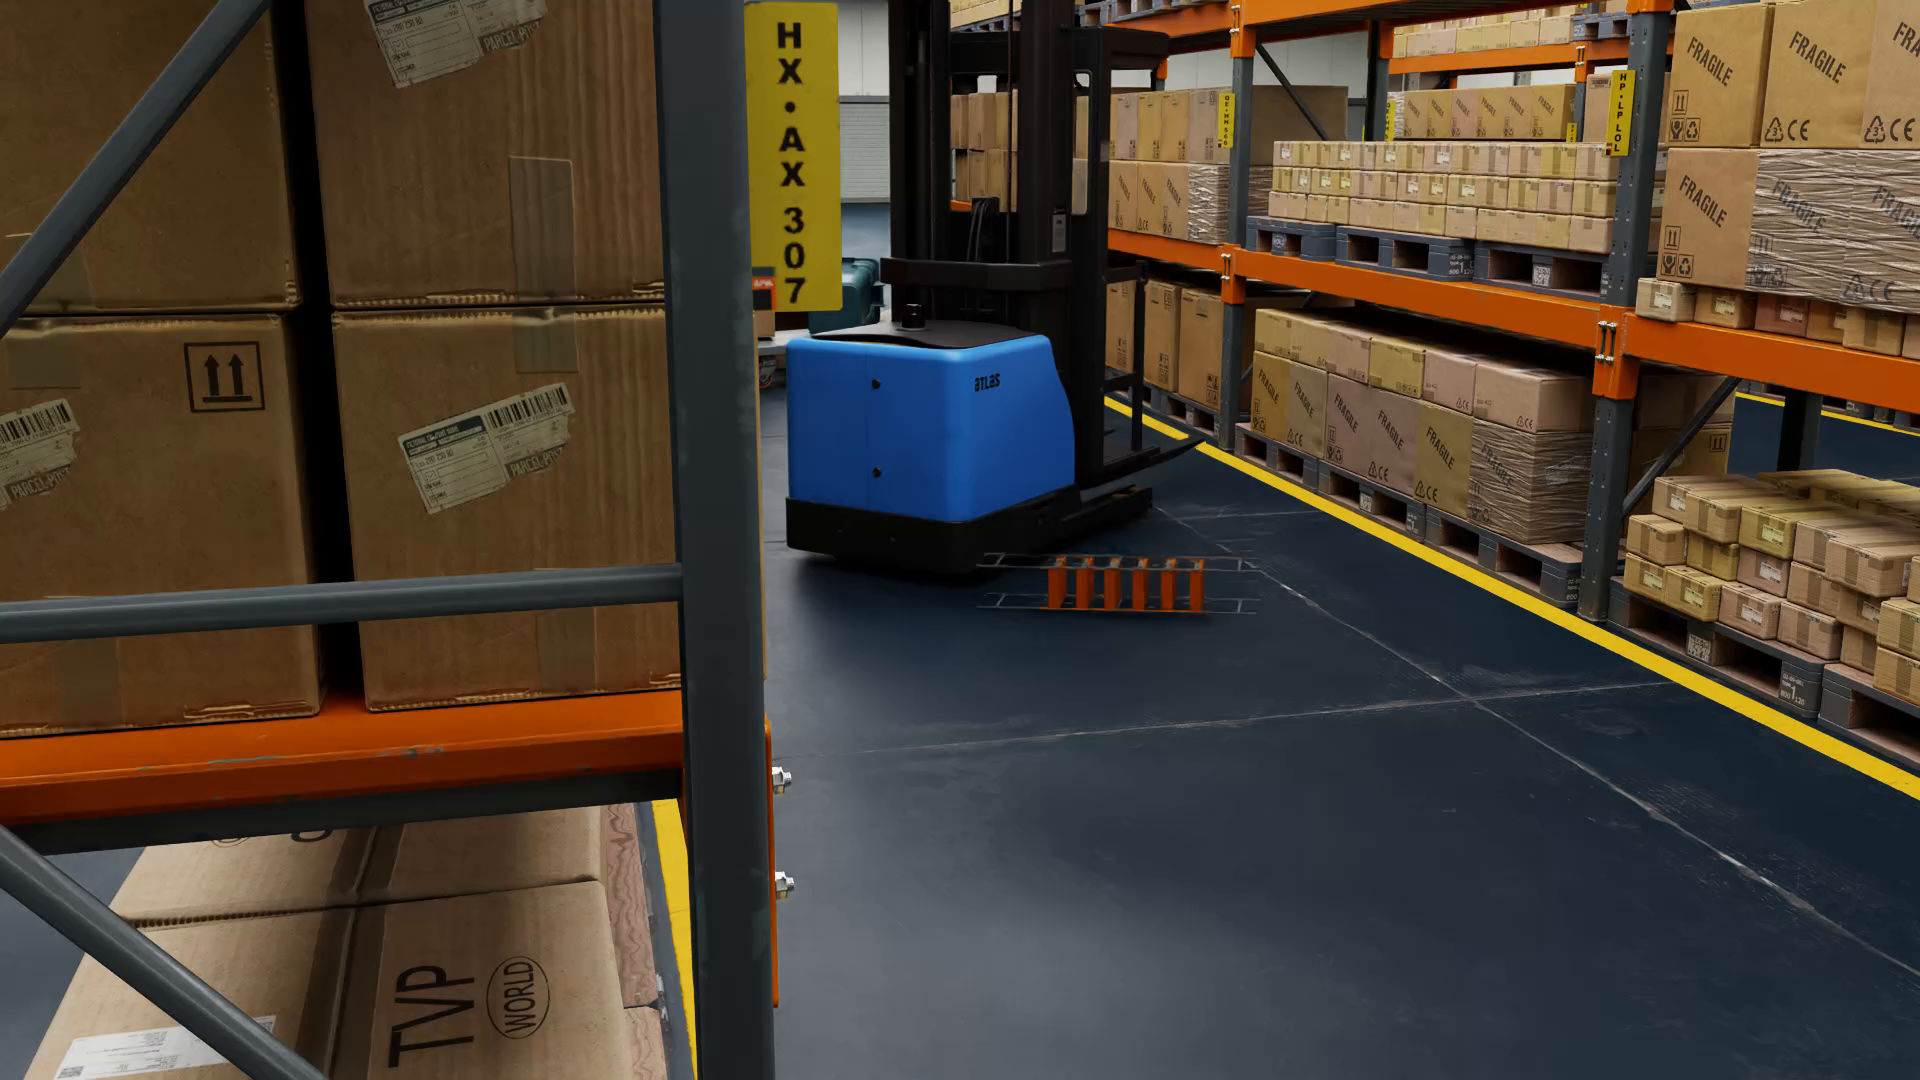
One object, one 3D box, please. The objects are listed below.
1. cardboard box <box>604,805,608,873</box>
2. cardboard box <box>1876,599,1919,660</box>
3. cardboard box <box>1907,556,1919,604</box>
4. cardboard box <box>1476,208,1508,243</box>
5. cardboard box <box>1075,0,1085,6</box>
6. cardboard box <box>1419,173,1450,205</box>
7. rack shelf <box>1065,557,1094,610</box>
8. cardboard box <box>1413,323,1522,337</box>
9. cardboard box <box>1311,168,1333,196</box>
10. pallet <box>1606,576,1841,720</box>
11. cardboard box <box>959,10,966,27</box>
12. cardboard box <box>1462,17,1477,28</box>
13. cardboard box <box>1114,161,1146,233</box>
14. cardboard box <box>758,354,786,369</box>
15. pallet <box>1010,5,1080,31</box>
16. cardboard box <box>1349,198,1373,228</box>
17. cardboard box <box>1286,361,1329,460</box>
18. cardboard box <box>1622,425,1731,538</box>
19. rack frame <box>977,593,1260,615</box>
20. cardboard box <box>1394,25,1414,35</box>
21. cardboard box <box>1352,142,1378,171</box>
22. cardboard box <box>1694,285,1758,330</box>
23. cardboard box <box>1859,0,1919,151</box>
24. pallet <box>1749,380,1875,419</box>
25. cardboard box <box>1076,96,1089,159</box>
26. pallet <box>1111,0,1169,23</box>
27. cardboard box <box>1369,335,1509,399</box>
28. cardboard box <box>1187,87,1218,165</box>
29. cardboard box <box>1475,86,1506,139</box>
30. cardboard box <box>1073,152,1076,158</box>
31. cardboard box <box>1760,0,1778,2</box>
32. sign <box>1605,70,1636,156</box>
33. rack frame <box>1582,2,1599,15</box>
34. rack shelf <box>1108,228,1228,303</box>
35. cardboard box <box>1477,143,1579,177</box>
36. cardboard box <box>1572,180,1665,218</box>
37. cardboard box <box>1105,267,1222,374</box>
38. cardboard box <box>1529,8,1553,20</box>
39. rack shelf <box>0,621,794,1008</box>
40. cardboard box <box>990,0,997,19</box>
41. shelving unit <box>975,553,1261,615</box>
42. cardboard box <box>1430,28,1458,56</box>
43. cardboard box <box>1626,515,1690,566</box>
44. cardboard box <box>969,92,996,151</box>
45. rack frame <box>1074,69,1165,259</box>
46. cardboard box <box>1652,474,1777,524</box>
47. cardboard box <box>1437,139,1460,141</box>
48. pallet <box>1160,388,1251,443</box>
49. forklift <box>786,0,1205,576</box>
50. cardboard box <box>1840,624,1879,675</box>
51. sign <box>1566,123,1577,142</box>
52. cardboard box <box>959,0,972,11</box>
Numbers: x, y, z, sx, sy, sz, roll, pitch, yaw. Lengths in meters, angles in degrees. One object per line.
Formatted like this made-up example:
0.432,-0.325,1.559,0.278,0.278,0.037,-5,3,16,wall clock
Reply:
-1.406,0.553,4.357,0.875,0.438,0.875,-4,14,-15,cardboard box
3.241,0.290,5.414,0.380,0.149,0.250,-3,14,-14,cardboard box
3.330,0.142,5.396,0.380,0.149,0.250,-4,14,-16,cardboard box
2.666,-1.482,7.818,0.380,0.149,0.250,-4,14,-16,cardboard box
0.853,-4.644,14.227,0.380,0.149,0.250,-3,14,-13,cardboard box
2.530,-1.755,8.309,0.380,0.149,0.250,-3,14,-13,cardboard box
0.520,0.183,7.194,0.103,0.180,0.258,1,13,12,rack shelf
2.837,-1.044,9.181,0.500,0.250,0.500,-3,14,-12,cardboard box
2.239,-2.047,9.503,0.380,0.149,0.250,-4,14,-15,cardboard box
3.320,0.363,6.495,1.003,0.211,1.213,-3,14,-13,pallet
0.198,-5.287,16.859,0.380,0.149,0.250,-3,14,-13,cardboard box
5.371,-5.310,16.998,0.380,0.149,0.250,-3,14,-14,cardboard box
1.464,-2.553,12.346,0.500,0.500,0.500,-3,14,-12,cardboard box
-1.644,-1.670,14.703,0.396,0.266,0.258,10,17,35,cardboard box
1.067,-4.593,14.774,1.003,0.211,1.213,-3,14,-13,pallet
2.354,-1.787,9.065,0.380,0.149,0.250,-3,14,-11,cardboard box
2.228,-0.763,9.614,0.500,0.500,0.500,-3,14,-13,cardboard box
3.212,-0.319,7.795,0.500,0.500,0.500,-3,14,-11,cardboard box
0.683,0.274,7.180,1.200,0.006,0.240,1,13,12,rack frame
4.961,-5.602,18.192,0.380,0.149,0.250,-3,14,-12,cardboard box
2.355,-2.078,9.005,0.380,0.149,0.250,-3,14,-11,cardboard box
3.009,-0.883,6.251,0.380,0.149,0.250,-3,14,-12,cardboard box
3.222,-1.469,5.174,0.500,0.500,0.500,-3,14,-12,cardboard box
6.852,-1.146,12.672,1.003,0.211,1.213,-3,14,-13,pallet
1.372,-3.410,13.746,0.700,0.500,0.500,-4,14,-14,cardboard box
1.720,-3.836,11.885,1.003,0.211,1.213,-3,14,-11,pallet
2.462,-0.896,8.578,0.500,0.250,0.500,-4,14,-16,cardboard box
1.973,-2.822,11.340,0.700,0.500,0.500,-3,14,-14,cardboard box
5.486,-4.241,16.521,0.500,0.500,0.500,-3,14,-13,cardboard box
1.151,-3.147,14.672,0.875,0.550,0.550,-3,14,-13,cardboard box
6.439,-4.030,12.598,0.500,0.250,0.500,-3,14,-12,cardboard box
2.589,-1.675,6.523,0.100,0.325,0.005,-3,14,-13,sign
6.094,-6.157,14.668,1.000,3.000,0.127,-3,14,-13,rack frame
1.719,-2.179,12.541,1.077,0.370,4.000,-3,14,-13,rack shelf
2.659,-1.779,7.780,0.380,0.149,0.250,-3,14,-13,cardboard box
2.843,-1.451,7.065,0.380,0.149,0.250,-3,14,-11,cardboard box
1.705,-1.740,13.084,1.050,0.750,0.750,-3,14,-13,cardboard box
5.620,-4.999,15.726,0.380,0.149,0.250,-4,14,-16,cardboard box
-1.190,-0.034,3.762,1.077,0.370,4.000,-3,14,-13,rack shelf
0.494,-4.996,15.668,0.380,0.149,0.250,-3,14,-13,cardboard box
0.680,0.185,7.160,1.200,0.189,0.258,1,13,12,shelving unit
5.256,-5.191,17.351,0.500,0.250,0.500,-3,14,-13,cardboard box
2.902,-0.006,6.628,0.380,0.149,0.250,-3,14,-11,cardboard box
0.578,-4.164,16.558,0.875,0.550,0.550,-3,14,-13,cardboard box
1.249,-2.990,14.344,1.000,3.000,0.127,-3,14,-13,rack frame
3.008,-0.161,6.635,0.380,0.149,0.250,-3,14,-11,cardboard box
5.567,-4.004,17.658,0.875,0.500,0.500,-3,14,-13,cardboard box
2.077,-0.898,11.660,1.003,0.211,1.213,-3,14,-13,pallet
0.381,-1.560,8.635,1.130,2.935,3.031,9,16,31,forklift
3.278,0.370,5.713,0.380,0.149,0.250,-4,14,-16,cardboard box
5.569,-3.631,15.147,0.100,0.325,0.005,-3,14,-13,sign
0.294,-5.451,16.693,0.500,0.250,0.500,-3,14,-14,cardboard box
